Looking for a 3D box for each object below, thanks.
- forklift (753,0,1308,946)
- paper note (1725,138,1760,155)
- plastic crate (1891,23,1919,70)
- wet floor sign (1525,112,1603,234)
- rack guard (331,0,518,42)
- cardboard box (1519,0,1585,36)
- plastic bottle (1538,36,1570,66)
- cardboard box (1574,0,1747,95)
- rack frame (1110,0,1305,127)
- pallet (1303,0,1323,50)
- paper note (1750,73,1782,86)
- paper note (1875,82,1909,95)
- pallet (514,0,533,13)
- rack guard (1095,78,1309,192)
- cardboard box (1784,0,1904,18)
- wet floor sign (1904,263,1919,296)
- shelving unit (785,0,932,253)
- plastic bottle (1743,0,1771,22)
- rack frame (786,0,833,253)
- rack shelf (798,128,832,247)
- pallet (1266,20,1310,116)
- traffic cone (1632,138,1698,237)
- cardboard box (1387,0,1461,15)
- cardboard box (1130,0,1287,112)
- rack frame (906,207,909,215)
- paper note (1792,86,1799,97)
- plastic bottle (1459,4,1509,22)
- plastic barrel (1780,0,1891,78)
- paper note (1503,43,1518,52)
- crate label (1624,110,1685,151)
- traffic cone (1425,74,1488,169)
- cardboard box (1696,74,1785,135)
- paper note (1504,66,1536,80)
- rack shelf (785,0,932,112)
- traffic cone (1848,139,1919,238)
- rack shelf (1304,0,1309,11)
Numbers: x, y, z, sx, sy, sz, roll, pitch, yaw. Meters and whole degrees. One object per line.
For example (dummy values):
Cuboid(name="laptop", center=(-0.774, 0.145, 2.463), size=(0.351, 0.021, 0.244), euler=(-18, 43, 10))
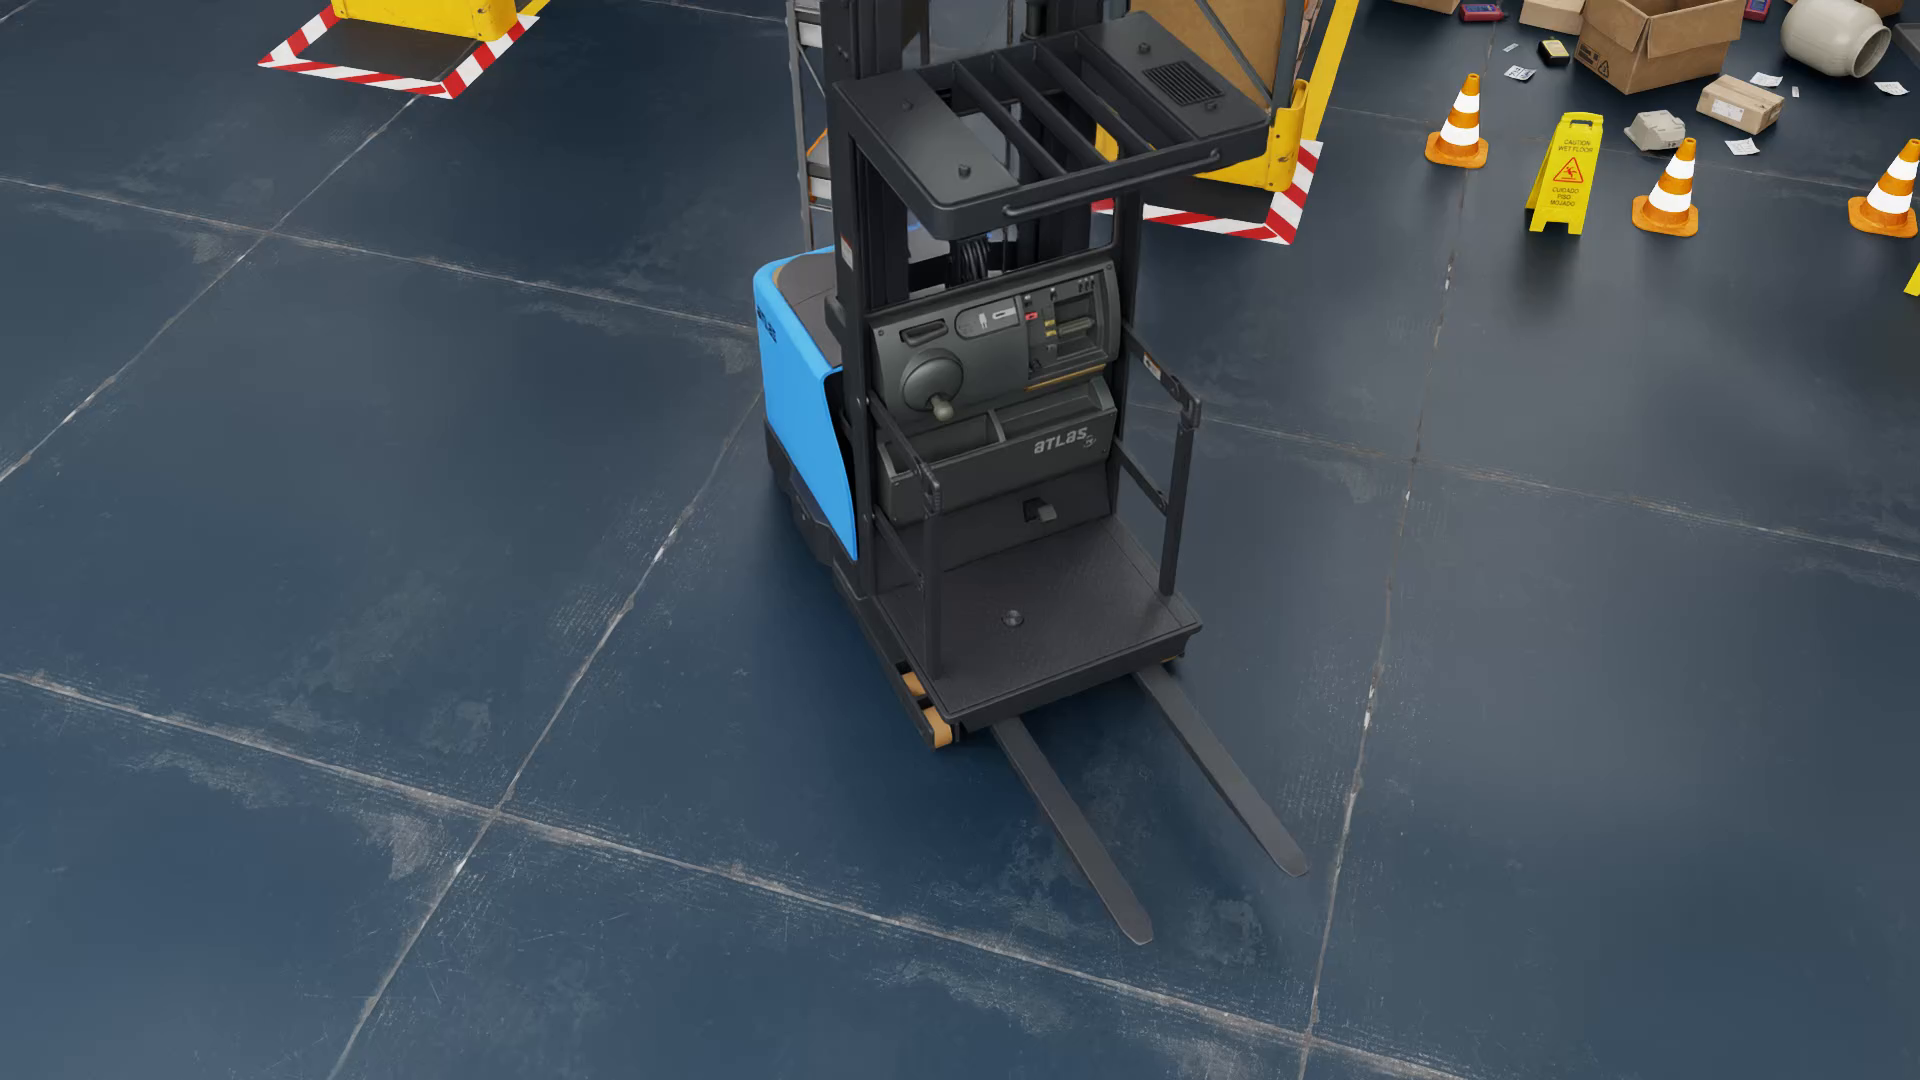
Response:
Cuboid(name="forklift", center=(0.235, -0.610, 5.676), size=(1.130, 2.935, 3.031), euler=(-19, 47, -18))
Cuboid(name="paper note", center=(4.429, -2.228, 9.404), size=(0.148, 0.019, 0.142), euler=(-2, 44, -2))
Cuboid(name="plastic crate", center=(5.994, -2.987, 10.144), size=(0.402, 0.080, 0.583), euler=(-2, 44, -2))
Cuboid(name="wet floor sign", center=(3.169, -1.938, 8.668), size=(0.267, 0.644, 0.232), euler=(5, 45, 5))
Cuboid(name="rack guard", center=(-3.382, -3.493, 10.362), size=(1.175, 0.500, 0.348), euler=(13, 46, 13))
Cuboid(name="cardboard box", center=(3.737, -3.371, 10.405), size=(0.396, 0.266, 0.258), euler=(20, 48, 19))
Cuboid(name="plastic bottle", center=(3.621, -2.996, 10.167), size=(0.133, 0.061, 0.283), euler=(-2, 44, -2))
Cuboid(name="cardboard box", center=(4.158, -3.052, 9.908), size=(0.797, 0.503, 0.637), euler=(-16, 47, -16))
Cuboid(name="rack frame", center=(1.291, -3.218, 8.293), size=(1.000, 3.000, 0.127), euler=(13, 46, 13))
Cuboid(name="pallet", center=(1.830, -3.582, 10.658), size=(1.003, 0.211, 1.213), euler=(13, 46, 13))
Cuboid(name="paper note", center=(4.829, -2.758, 9.954), size=(0.148, 0.019, 0.142), euler=(28, 51, 26))
Cuboid(name="paper note", center=(5.537, -2.690, 9.876), size=(0.142, 0.019, 0.148), euler=(-2, 44, -2))
Cuboid(name="pallet", center=(-3.103, -3.924, 11.008), size=(1.003, 0.211, 1.213), euler=(13, 46, 13))
Cuboid(name="rack guard", center=(1.284, -2.309, 9.151), size=(1.175, 0.500, 0.348), euler=(13, 46, 13))
Cuboid(name="cardboard box", center=(5.629, -3.585, 10.453), size=(0.500, 0.500, 0.500), euler=(-24, 49, -22))
Cuboid(name="wet floor sign", center=(4.962, -1.496, 8.216), size=(0.267, 0.644, 0.232), euler=(28, 51, 26))
Cuboid(name="shelving unit", center=(-0.401, -1.546, 7.227), size=(0.431, 2.100, 0.503), euler=(15, 46, 15))
Cuboid(name="plastic bottle", center=(5.073, -3.390, 10.570), size=(0.133, 0.061, 0.283), euler=(20, 48, 19))
Cuboid(name="rack frame", center=(-0.487, -1.387, 7.063), size=(0.400, 2.100, 0.015), euler=(15, 46, 15))
Cuboid(name="rack shelf", center=(-0.401, -1.536, 7.237), size=(0.431, 0.518, 0.480), euler=(15, 46, 15))
Cuboid(name="pallet", center=(1.459, -2.771, 9.830), size=(1.003, 0.211, 1.213), euler=(13, 46, 13))
Cuboid(name="traffic cone", center=(3.779, -1.899, 8.759), size=(0.336, 0.463, 0.334), euler=(13, 46, 13))
Cuboid(name="cardboard box", center=(3.010, -3.740, 10.612), size=(0.500, 0.500, 0.500), euler=(20, 48, 19))
Cuboid(name="cardboard box", center=(1.434, -3.075, 9.366), size=(0.875, 0.875, 0.875), euler=(13, 46, 13))
Cuboid(name="rack frame", center=(-0.316, -1.706, 7.391), size=(0.400, 2.100, 0.015), euler=(15, 46, 15))
Cuboid(name="paper note", center=(4.953, -2.658, 9.858), size=(0.032, 0.001, 0.123), euler=(13, 46, 13))
Cuboid(name="plastic bottle", center=(3.314, -3.333, 10.511), size=(0.283, 0.061, 0.133), euler=(-2, 44, -2))
Cuboid(name="plastic barrel", center=(5.222, -3.014, 9.926), size=(0.421, 0.421, 0.512), euler=(-24, 49, -22))
Cuboid(name="paper note", center=(3.393, -3.034, 10.242), size=(0.123, 0.001, 0.032), euler=(-33, 53, -29))
Cuboid(name="crate label", center=(3.958, -2.320, 9.421), size=(0.250, 0.136, 0.298), euler=(-9, 45, -9))
Cuboid(name="traffic cone", center=(2.805, -2.365, 9.235), size=(0.336, 0.463, 0.334), euler=(13, 46, 13))
Cuboid(name="cardboard box", center=(4.511, -2.519, 9.617), size=(0.250, 0.149, 0.380), euler=(-33, 53, -29))
Cuboid(name="paper note", center=(3.372, -2.814, 10.004), size=(0.144, 0.017, 0.142), euler=(28, 51, 26))
Cuboid(name="rack shelf", center=(-0.402, -2.038, 6.748), size=(0.431, 0.518, 0.480), euler=(15, 46, 15))
Cuboid(name="traffic cone", center=(4.940, -1.890, 8.750), size=(0.336, 0.463, 0.334), euler=(13, 46, 13))
Cuboid(name="rack shelf", center=(1.897, -4.294, 9.907), size=(1.077, 0.370, 4.000), euler=(13, 46, 13))
